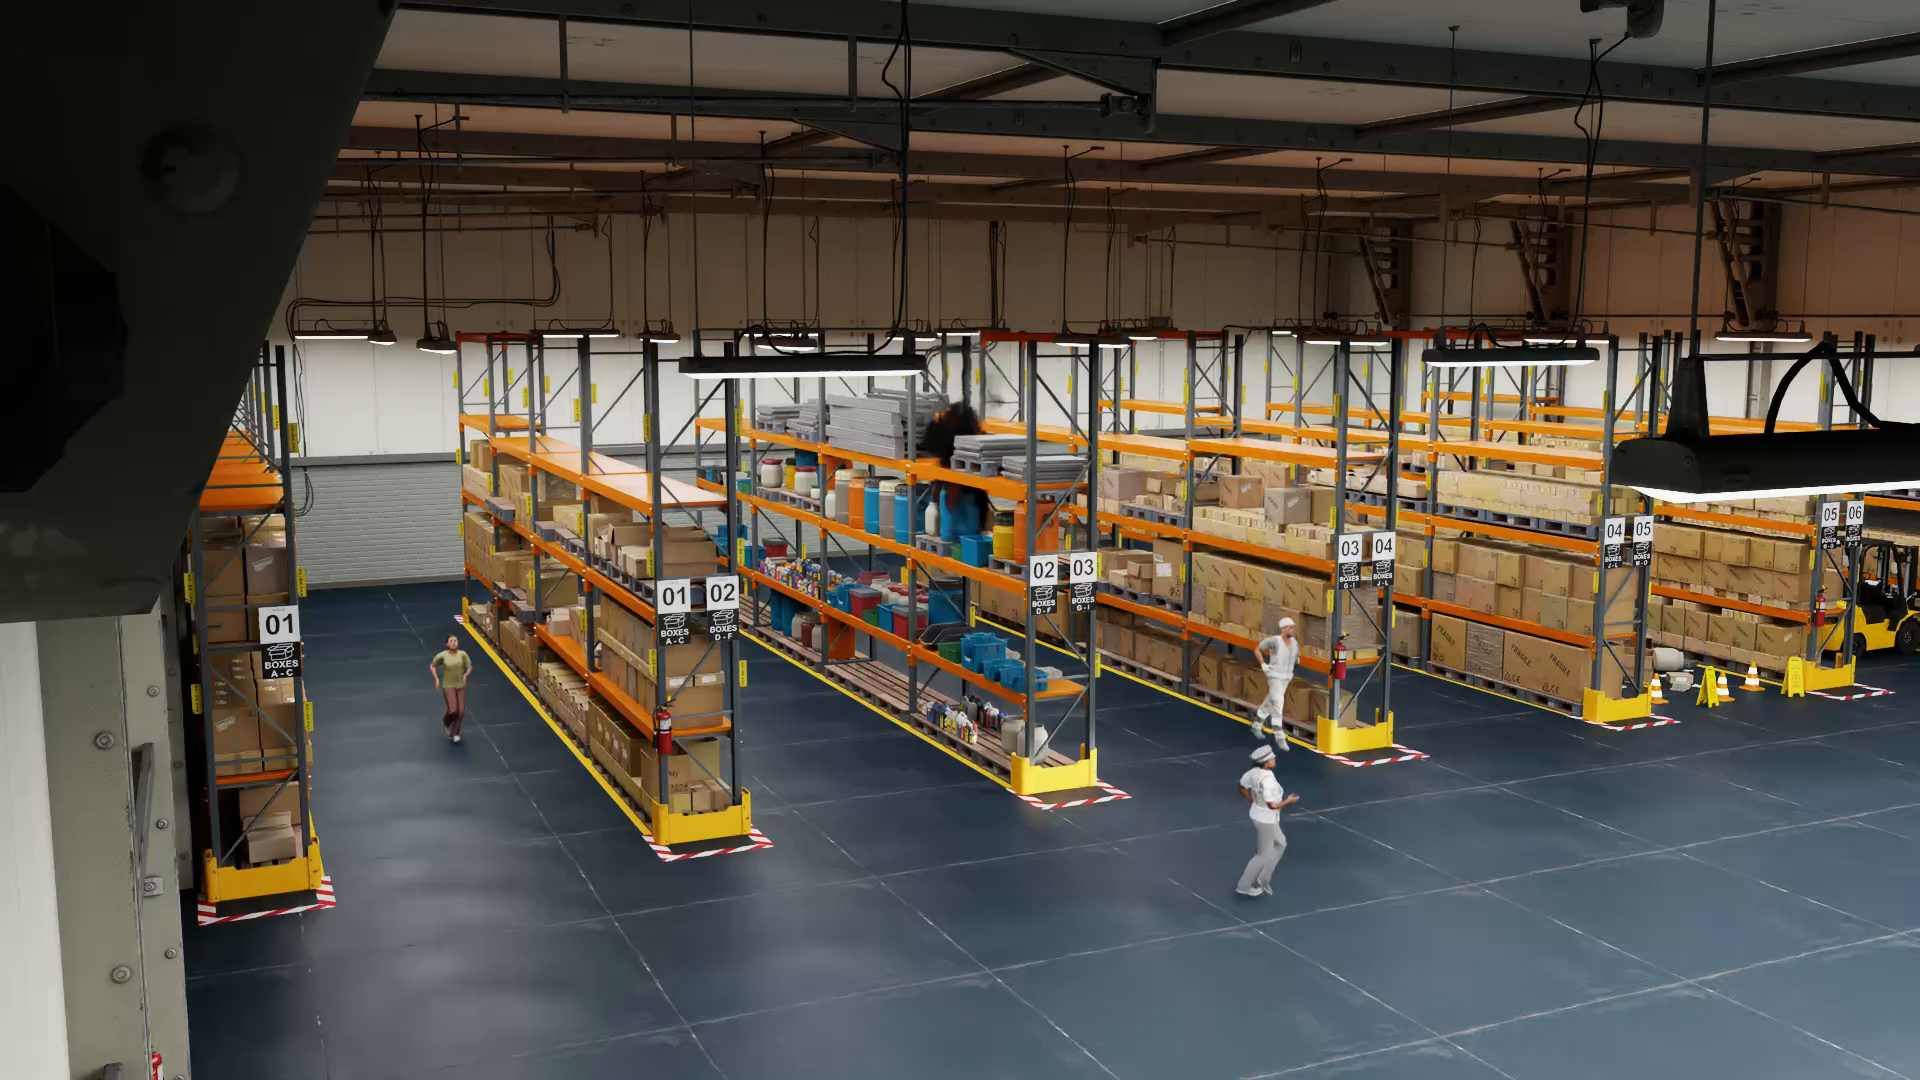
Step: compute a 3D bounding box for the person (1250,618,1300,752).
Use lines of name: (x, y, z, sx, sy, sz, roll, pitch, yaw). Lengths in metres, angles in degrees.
person: (4.553, 1.992, 23.612, 0.696, 1.806, 0.851, -6, 10, -38)

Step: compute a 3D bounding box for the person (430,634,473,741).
person: (-7.512, 2.202, 24.711, 0.581, 1.626, 0.530, -5, 9, -31)

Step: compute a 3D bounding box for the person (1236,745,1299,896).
person: (3.344, 3.076, 18.110, 0.665, 1.726, 0.555, 0, 8, -4)
